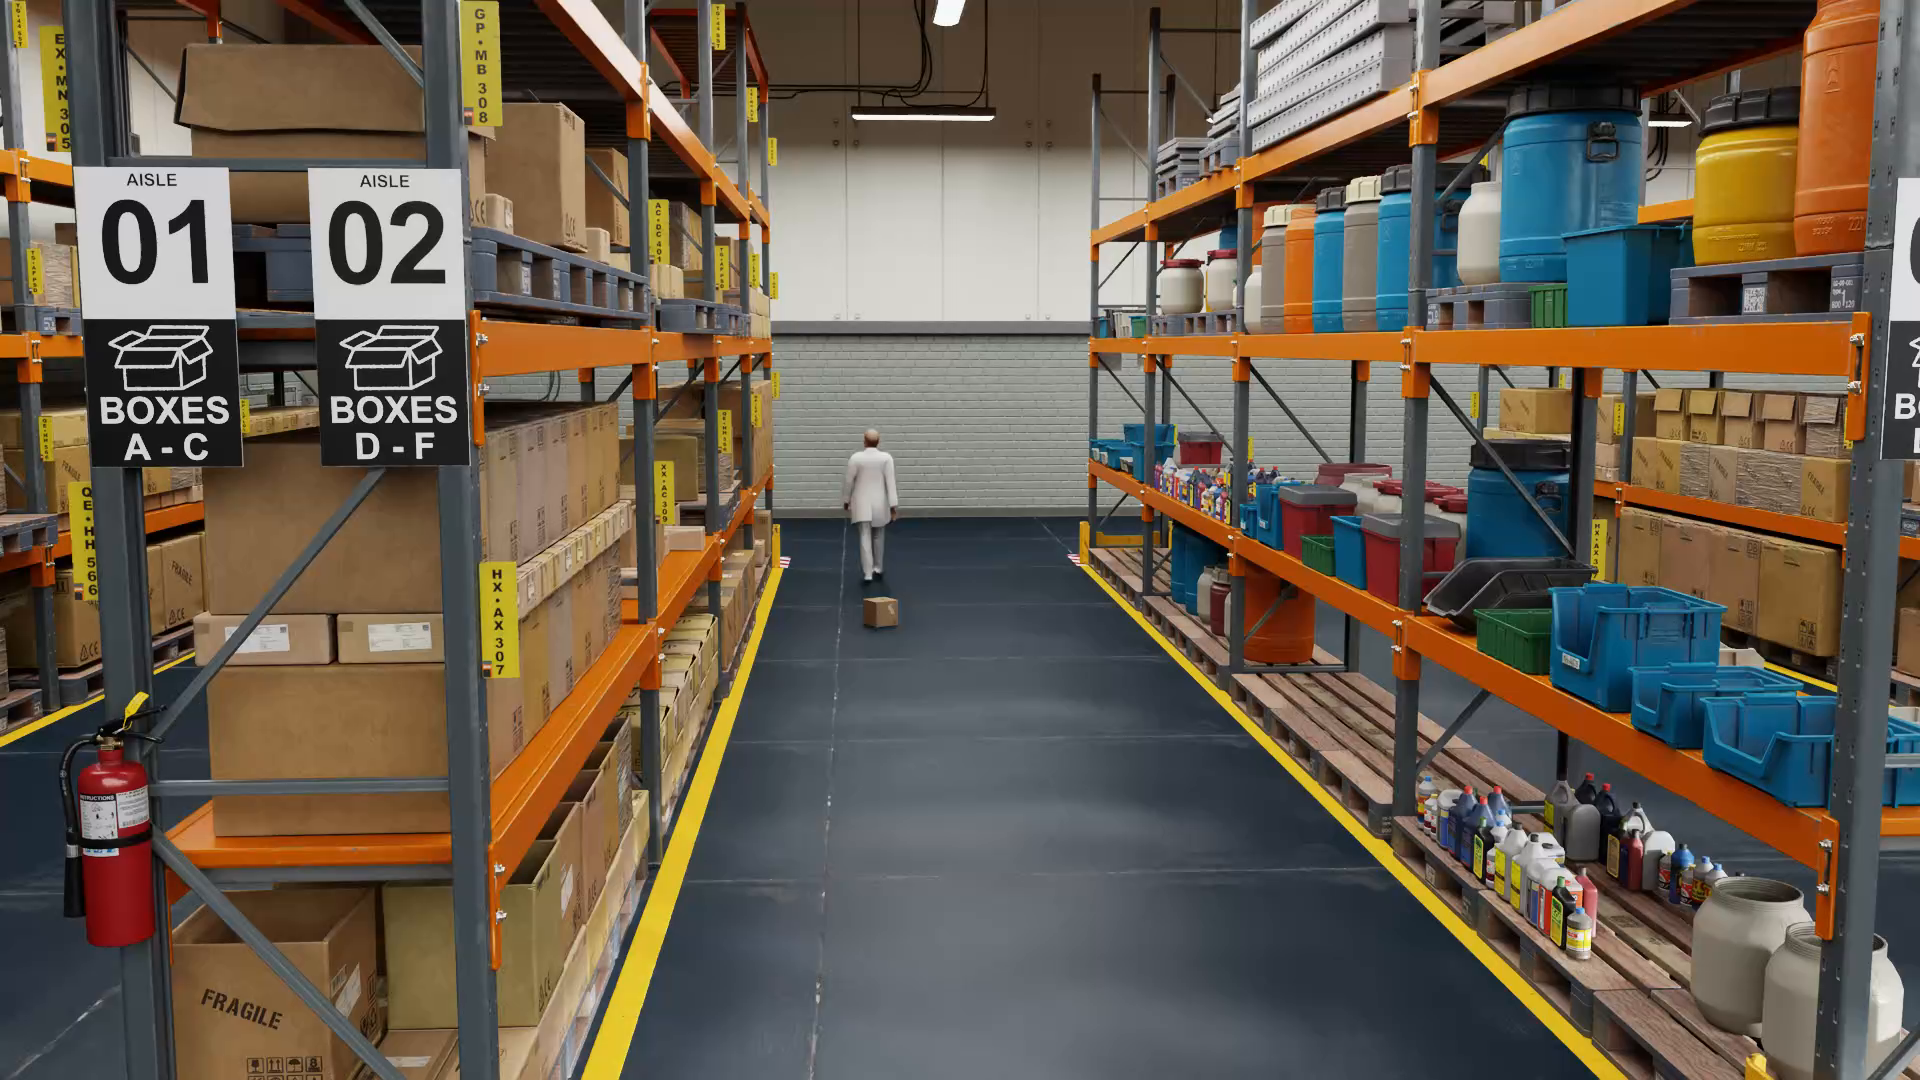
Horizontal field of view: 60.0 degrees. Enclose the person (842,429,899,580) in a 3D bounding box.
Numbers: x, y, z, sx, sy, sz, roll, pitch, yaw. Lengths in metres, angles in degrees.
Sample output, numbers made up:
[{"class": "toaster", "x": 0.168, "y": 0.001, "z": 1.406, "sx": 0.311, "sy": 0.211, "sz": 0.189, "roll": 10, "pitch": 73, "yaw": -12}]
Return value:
[{"class": "person", "x": -1.062, "y": -0.433, "z": 19.376, "sx": 0.621, "sy": 1.730, "sz": 1.027, "roll": -1, "pitch": 7, "yaw": -11}]
